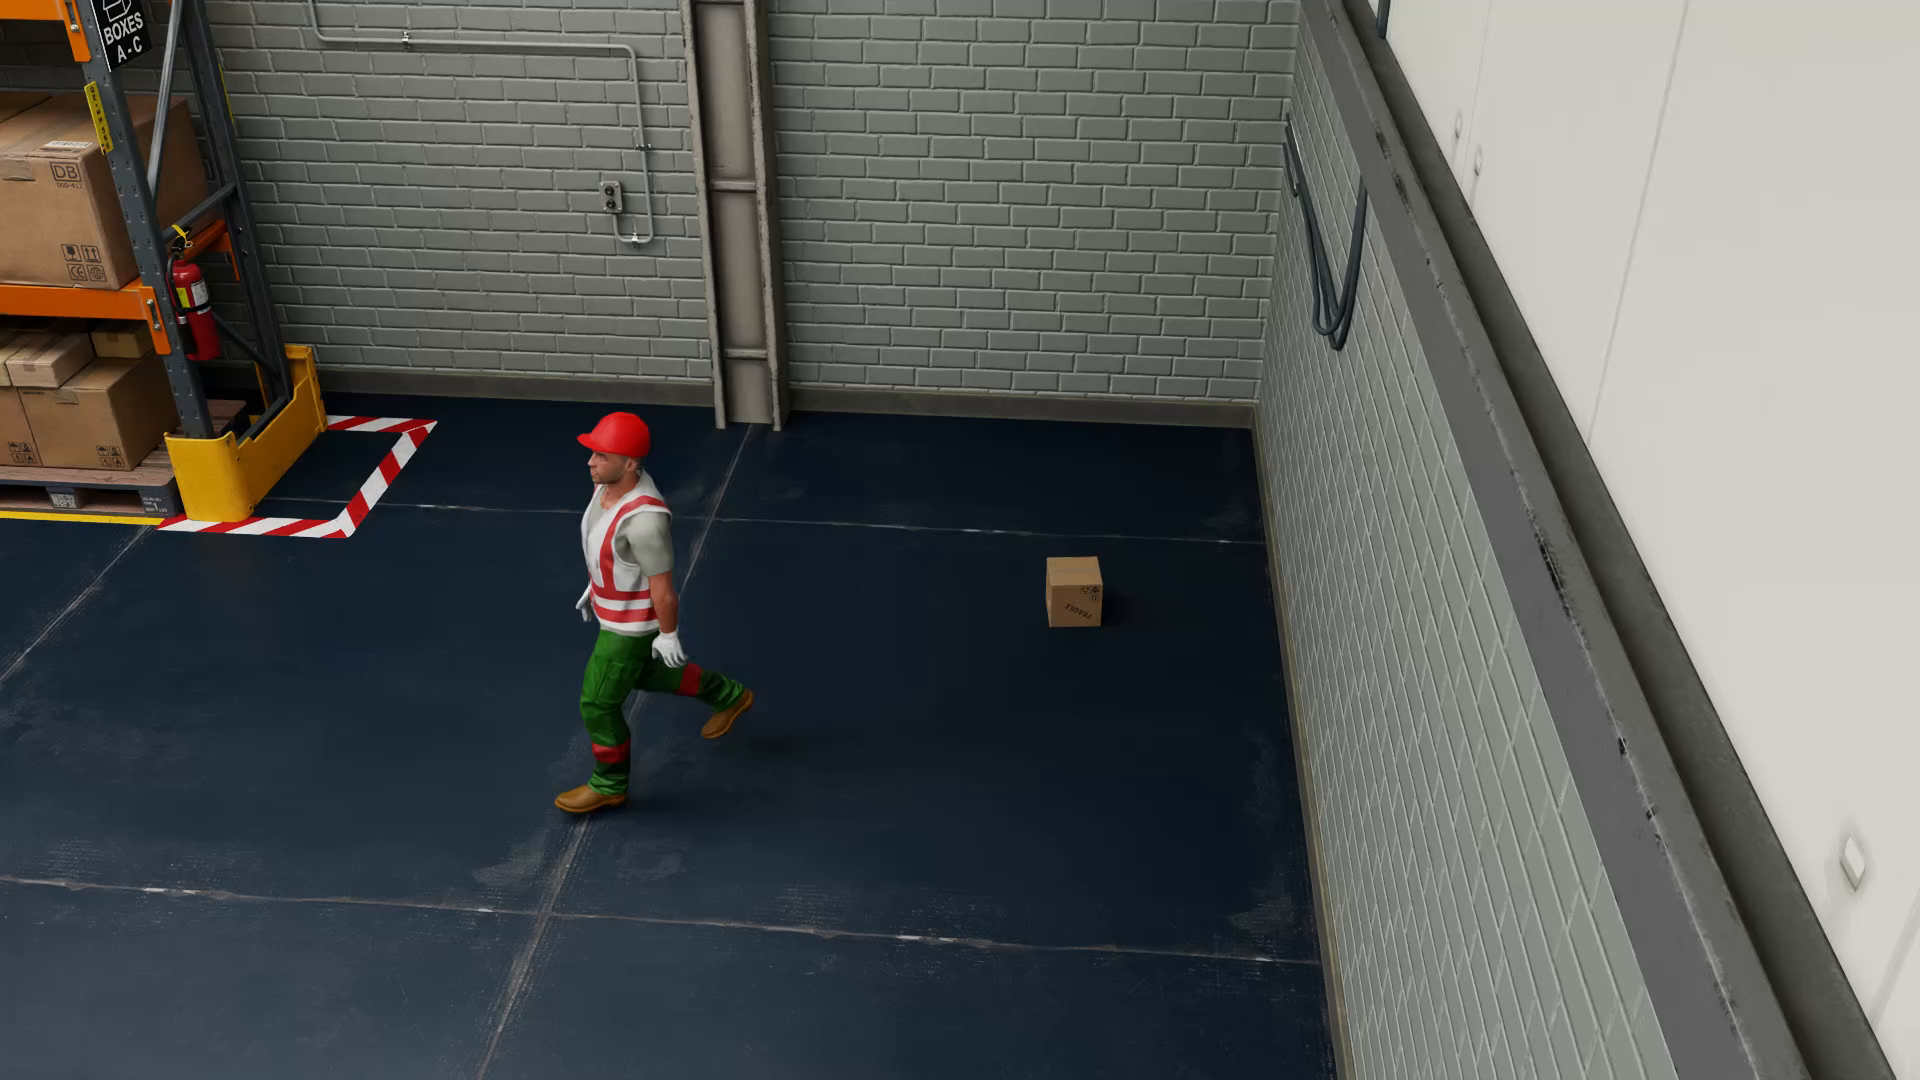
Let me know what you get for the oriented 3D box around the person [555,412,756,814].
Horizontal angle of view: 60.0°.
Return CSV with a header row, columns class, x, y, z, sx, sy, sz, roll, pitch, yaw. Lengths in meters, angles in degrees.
class,x,y,z,sx,sy,sz,roll,pitch,yaw
person,-1.278,0.270,6.657,0.918,1.756,0.537,-12,34,-19
